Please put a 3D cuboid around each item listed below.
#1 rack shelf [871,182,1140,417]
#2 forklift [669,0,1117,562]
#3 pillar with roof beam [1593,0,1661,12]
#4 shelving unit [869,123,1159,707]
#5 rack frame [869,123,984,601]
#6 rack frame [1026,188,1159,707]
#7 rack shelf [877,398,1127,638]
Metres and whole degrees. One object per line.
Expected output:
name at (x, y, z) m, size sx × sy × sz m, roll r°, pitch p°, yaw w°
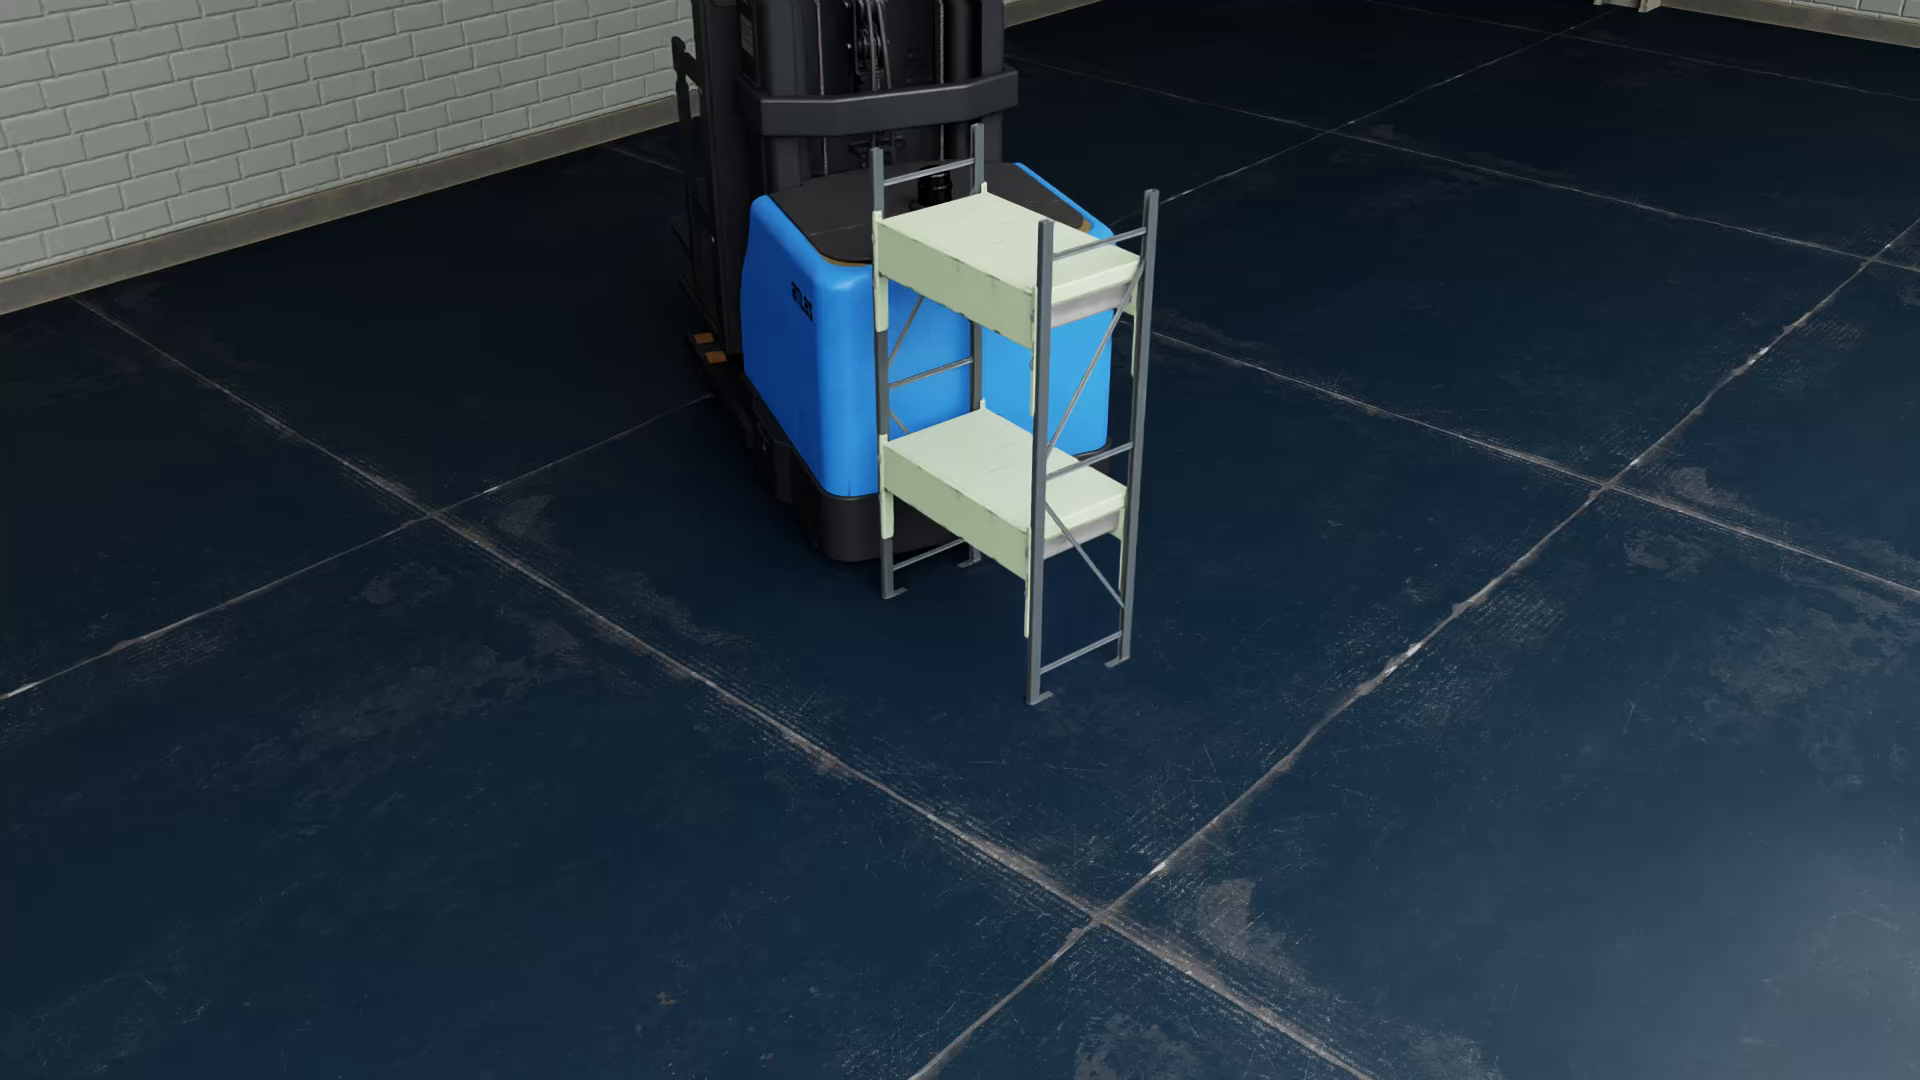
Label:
rack shelf at (0.134, -0.699, 4.700) m, size 0.431 × 0.370 × 0.720 m, roll -22°, pitch 37°, yaw -32°
forklift at (-0.496, -1.929, 6.113) m, size 1.130 × 2.935 × 3.031 m, roll -12°, pitch 33°, yaw -19°
pillar with roof beam at (2.071, -6.192, 7.310) m, size 0.400 × 9.000 × 9.100 m, roll 25°, pitch 39°, yaw 35°
shelving unit at (0.134, -0.364, 4.901) m, size 0.431 × 1.500 × 0.755 m, roll -22°, pitch 37°, yaw -32°
rack frame at (-0.093, -0.513, 5.147) m, size 0.400 × 1.500 × 0.023 m, roll -22°, pitch 37°, yaw -32°
rack frame at (0.360, -0.216, 4.654) m, size 0.400 × 1.500 × 0.023 m, roll -22°, pitch 37°, yaw -32°
rack shelf at (0.134, -0.085, 5.069) m, size 0.431 × 0.370 × 0.720 m, roll -22°, pitch 37°, yaw -32°
